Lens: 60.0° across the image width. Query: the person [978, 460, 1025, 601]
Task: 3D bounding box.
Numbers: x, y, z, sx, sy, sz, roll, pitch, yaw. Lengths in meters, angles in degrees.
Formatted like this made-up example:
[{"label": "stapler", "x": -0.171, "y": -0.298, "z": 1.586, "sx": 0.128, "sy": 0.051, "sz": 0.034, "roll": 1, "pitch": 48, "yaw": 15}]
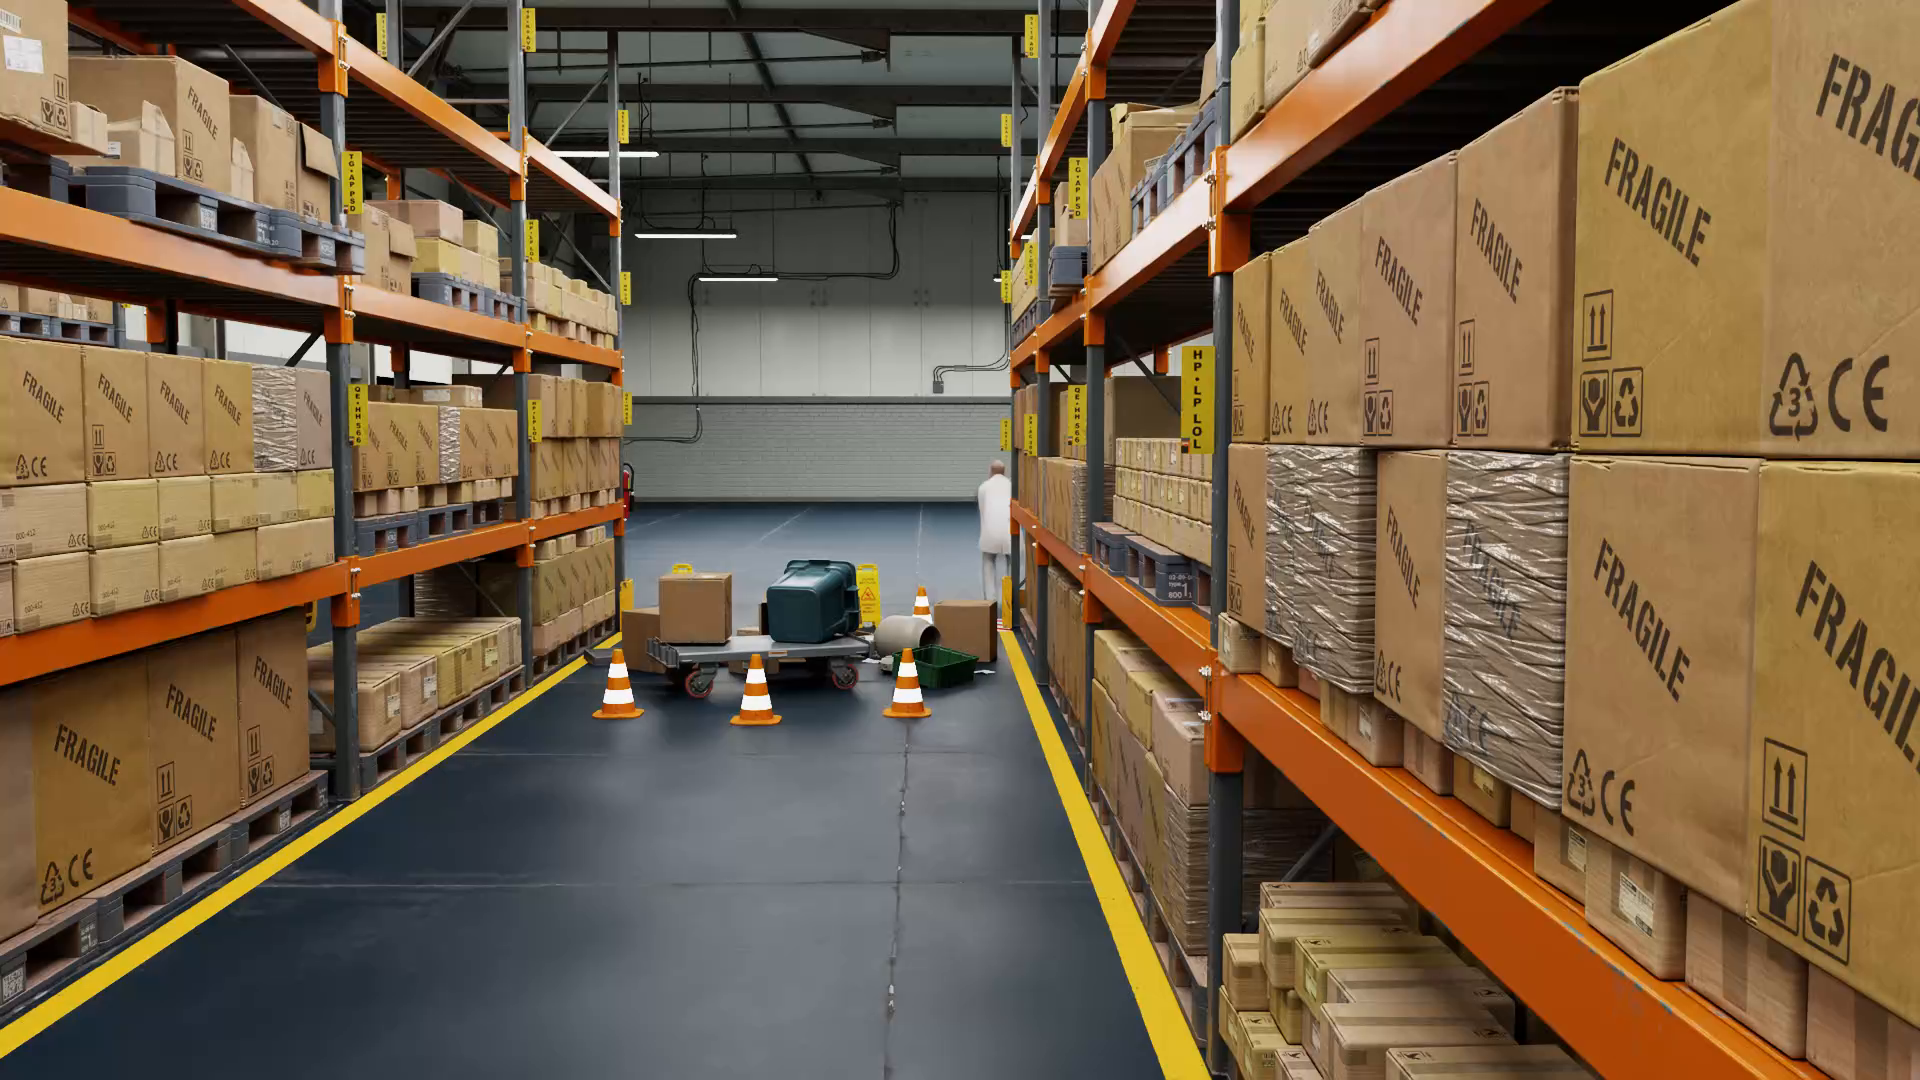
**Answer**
[{"label": "person", "x": 0.468, "y": -0.072, "z": 19.071, "sx": 0.544, "sy": 1.690, "sz": 0.630, "roll": 0, "pitch": 4, "yaw": -3}]
